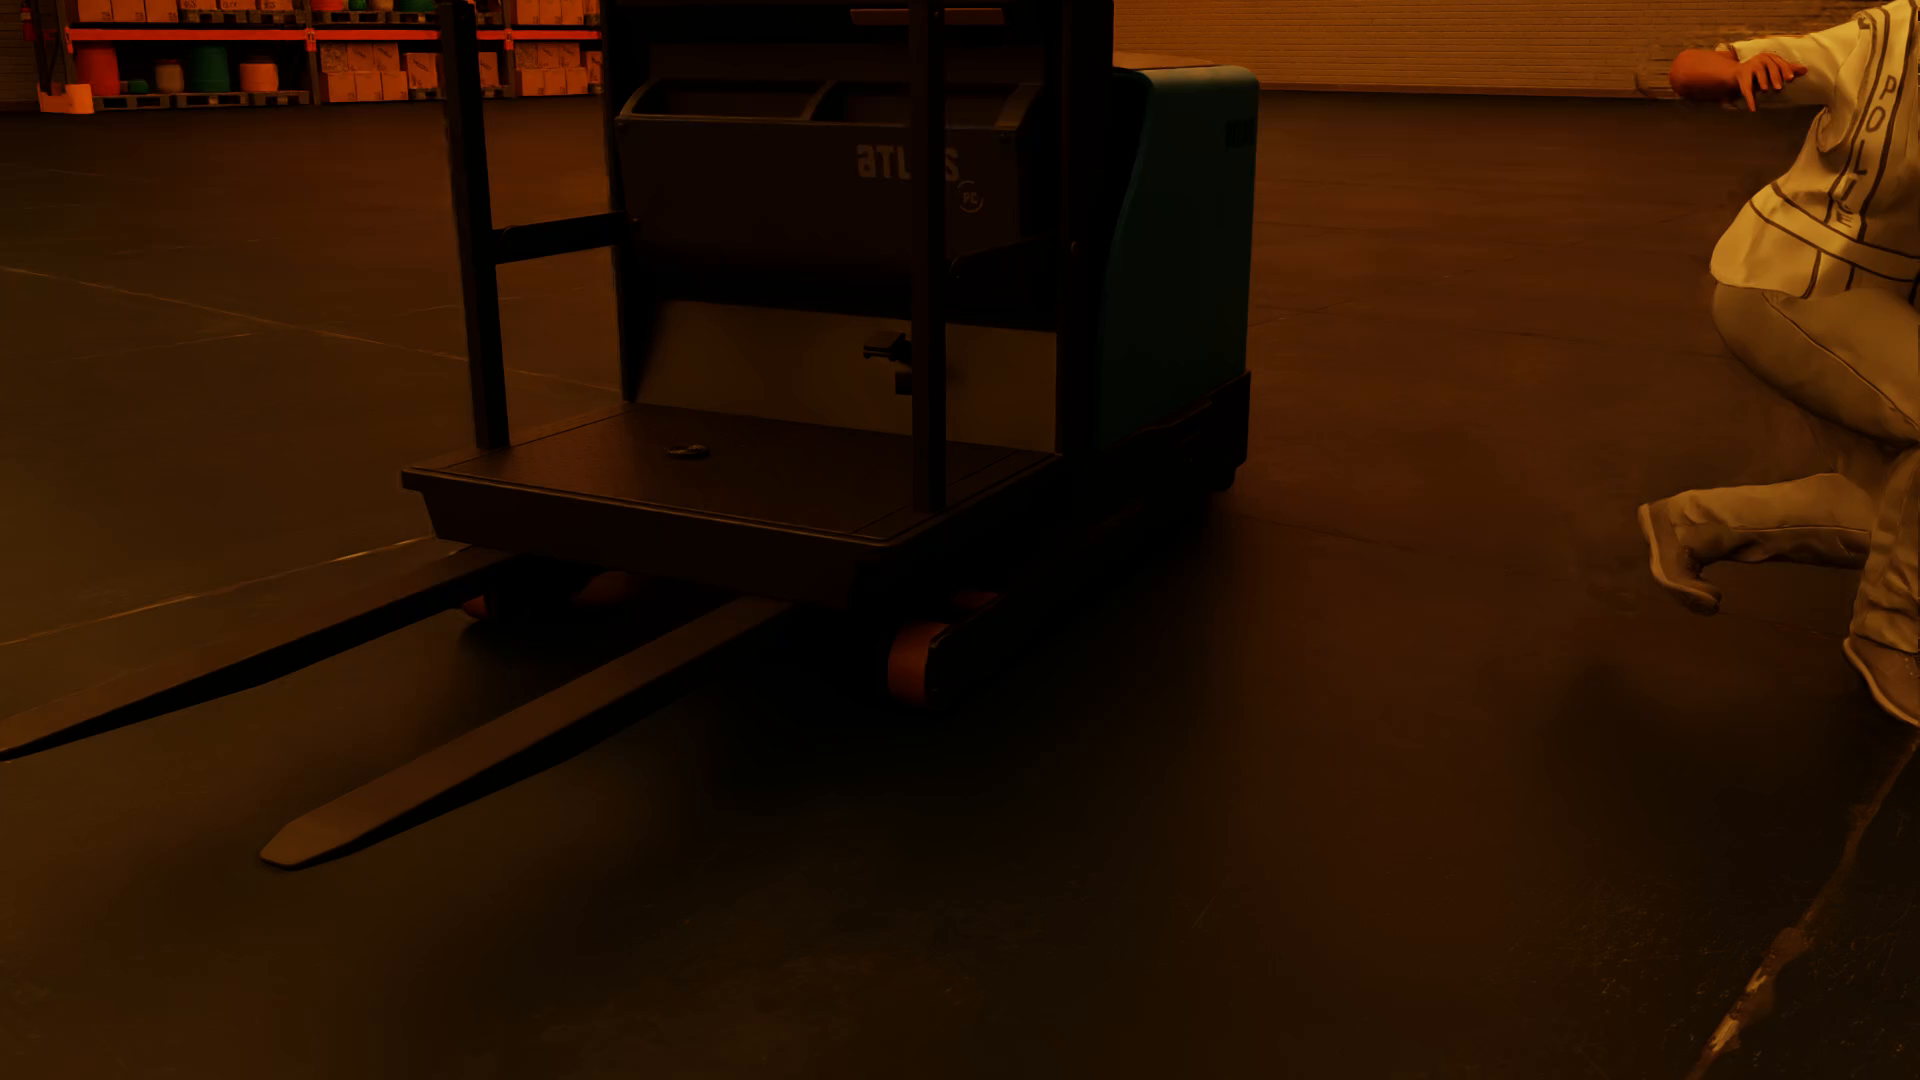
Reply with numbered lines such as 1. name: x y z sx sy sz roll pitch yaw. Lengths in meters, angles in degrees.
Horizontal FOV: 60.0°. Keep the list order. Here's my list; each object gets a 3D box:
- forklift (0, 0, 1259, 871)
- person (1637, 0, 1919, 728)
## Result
1. forklift: -0.370 -1.245 2.996 1.130 2.935 3.031 9 19 26
2. person: 1.615 -0.379 2.813 0.774 1.417 1.063 -6 18 -19
